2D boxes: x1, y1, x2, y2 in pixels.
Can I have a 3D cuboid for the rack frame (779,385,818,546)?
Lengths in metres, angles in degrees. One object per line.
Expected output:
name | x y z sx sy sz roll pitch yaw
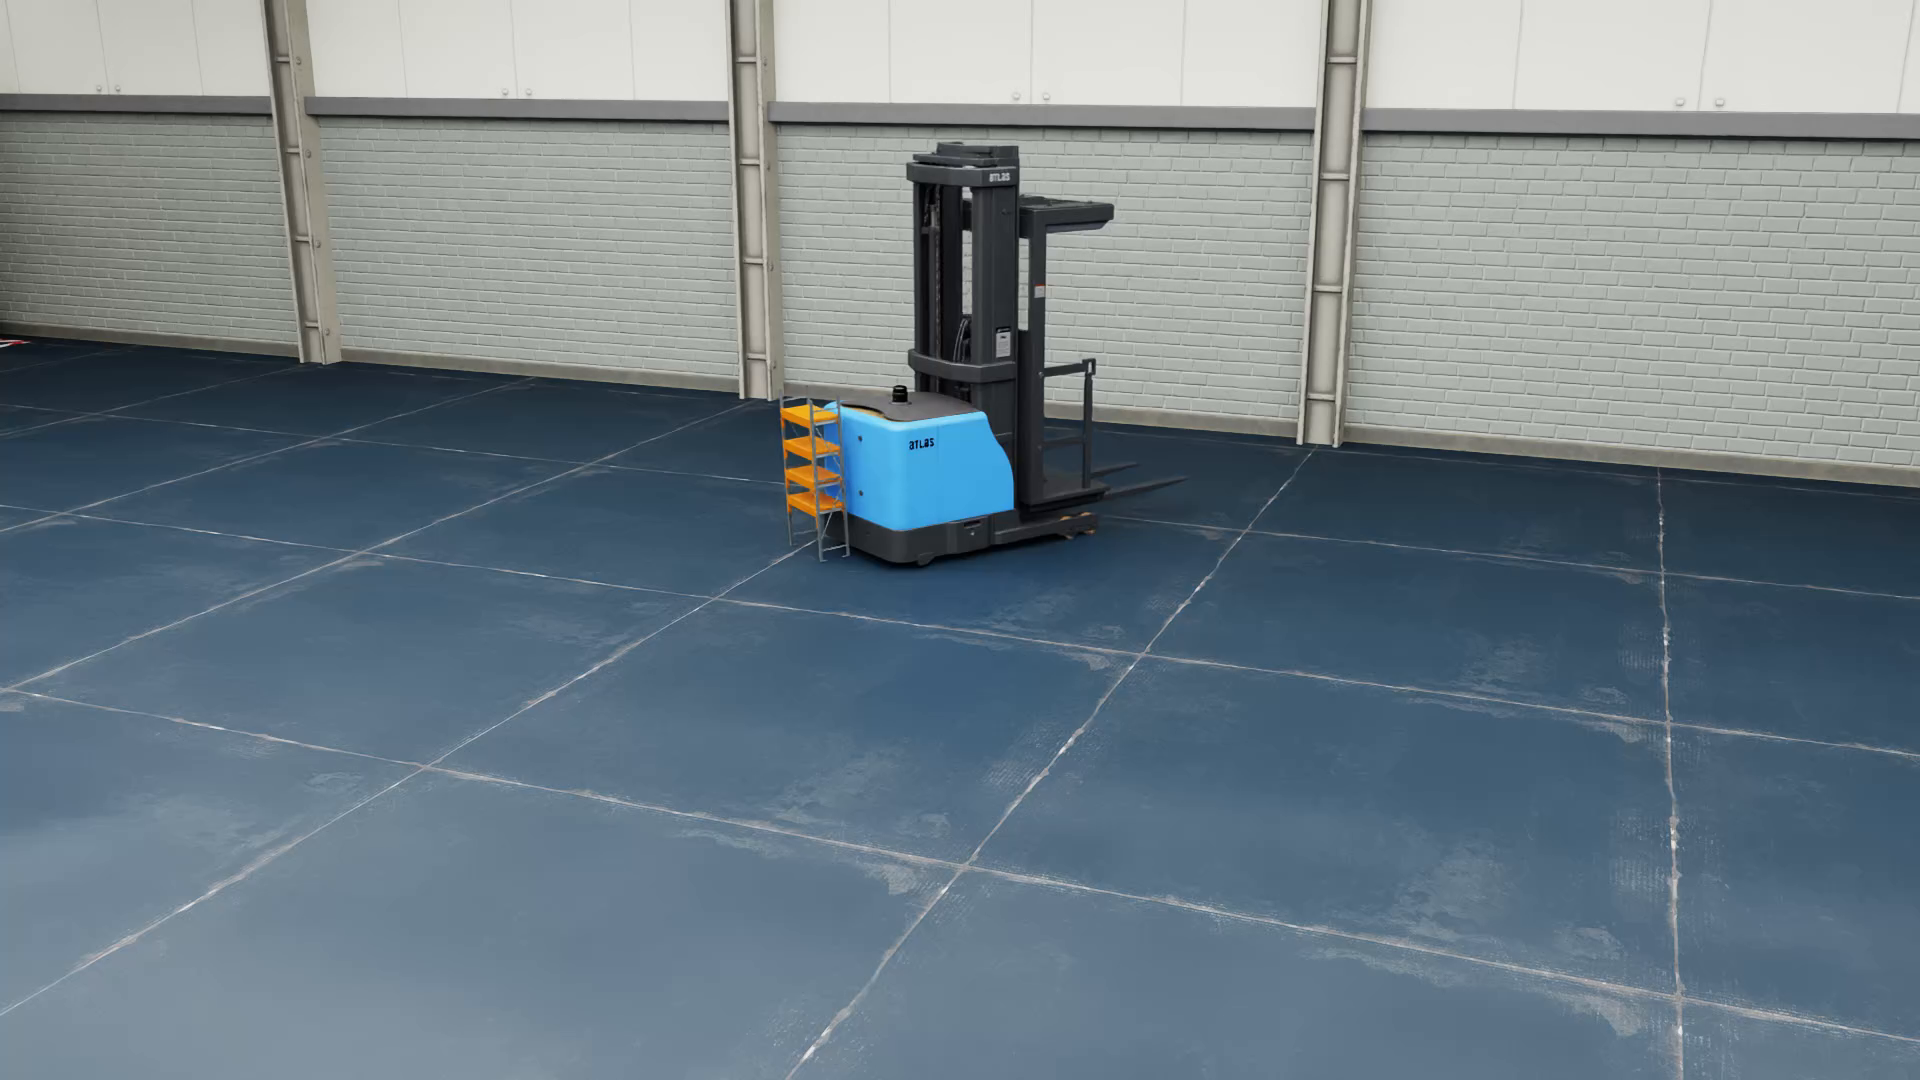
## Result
rack frame | -1.196 -0.550 12.396 0.240 1.200 0.015 -13 20 -29

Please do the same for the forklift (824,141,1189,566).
forklift | 0.462 -1.529 12.685 3.031 2.935 1.130 -12 20 -35

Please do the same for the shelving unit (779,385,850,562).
shelving unit | -1.068 -0.492 12.197 0.258 1.200 0.503 -13 20 -29

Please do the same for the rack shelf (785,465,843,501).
rack shelf | -1.066 -0.428 12.217 0.258 0.148 0.480 -13 20 -29

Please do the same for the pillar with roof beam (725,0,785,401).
pillar with roof beam | -3.720 -4.752 12.902 0.400 9.000 9.100 6 17 21

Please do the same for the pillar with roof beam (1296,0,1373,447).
pillar with roof beam | 1.861 -4.138 10.788 0.400 9.000 9.100 6 17 21

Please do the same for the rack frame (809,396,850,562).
rack frame | -0.940 -0.435 11.997 0.240 1.200 0.015 -13 20 -29

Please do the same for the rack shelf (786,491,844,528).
rack shelf | -1.058 -0.239 12.277 0.258 0.148 0.480 -13 20 -29

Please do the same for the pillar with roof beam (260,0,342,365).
pillar with roof beam | -9.302 -5.366 15.016 0.400 9.000 9.100 6 17 21

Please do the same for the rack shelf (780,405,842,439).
rack shelf | -1.083 -0.867 12.078 0.258 0.148 0.480 -13 20 -29

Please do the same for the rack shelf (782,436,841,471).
rack shelf | -1.074 -0.641 12.150 0.258 0.148 0.480 -13 20 -29
